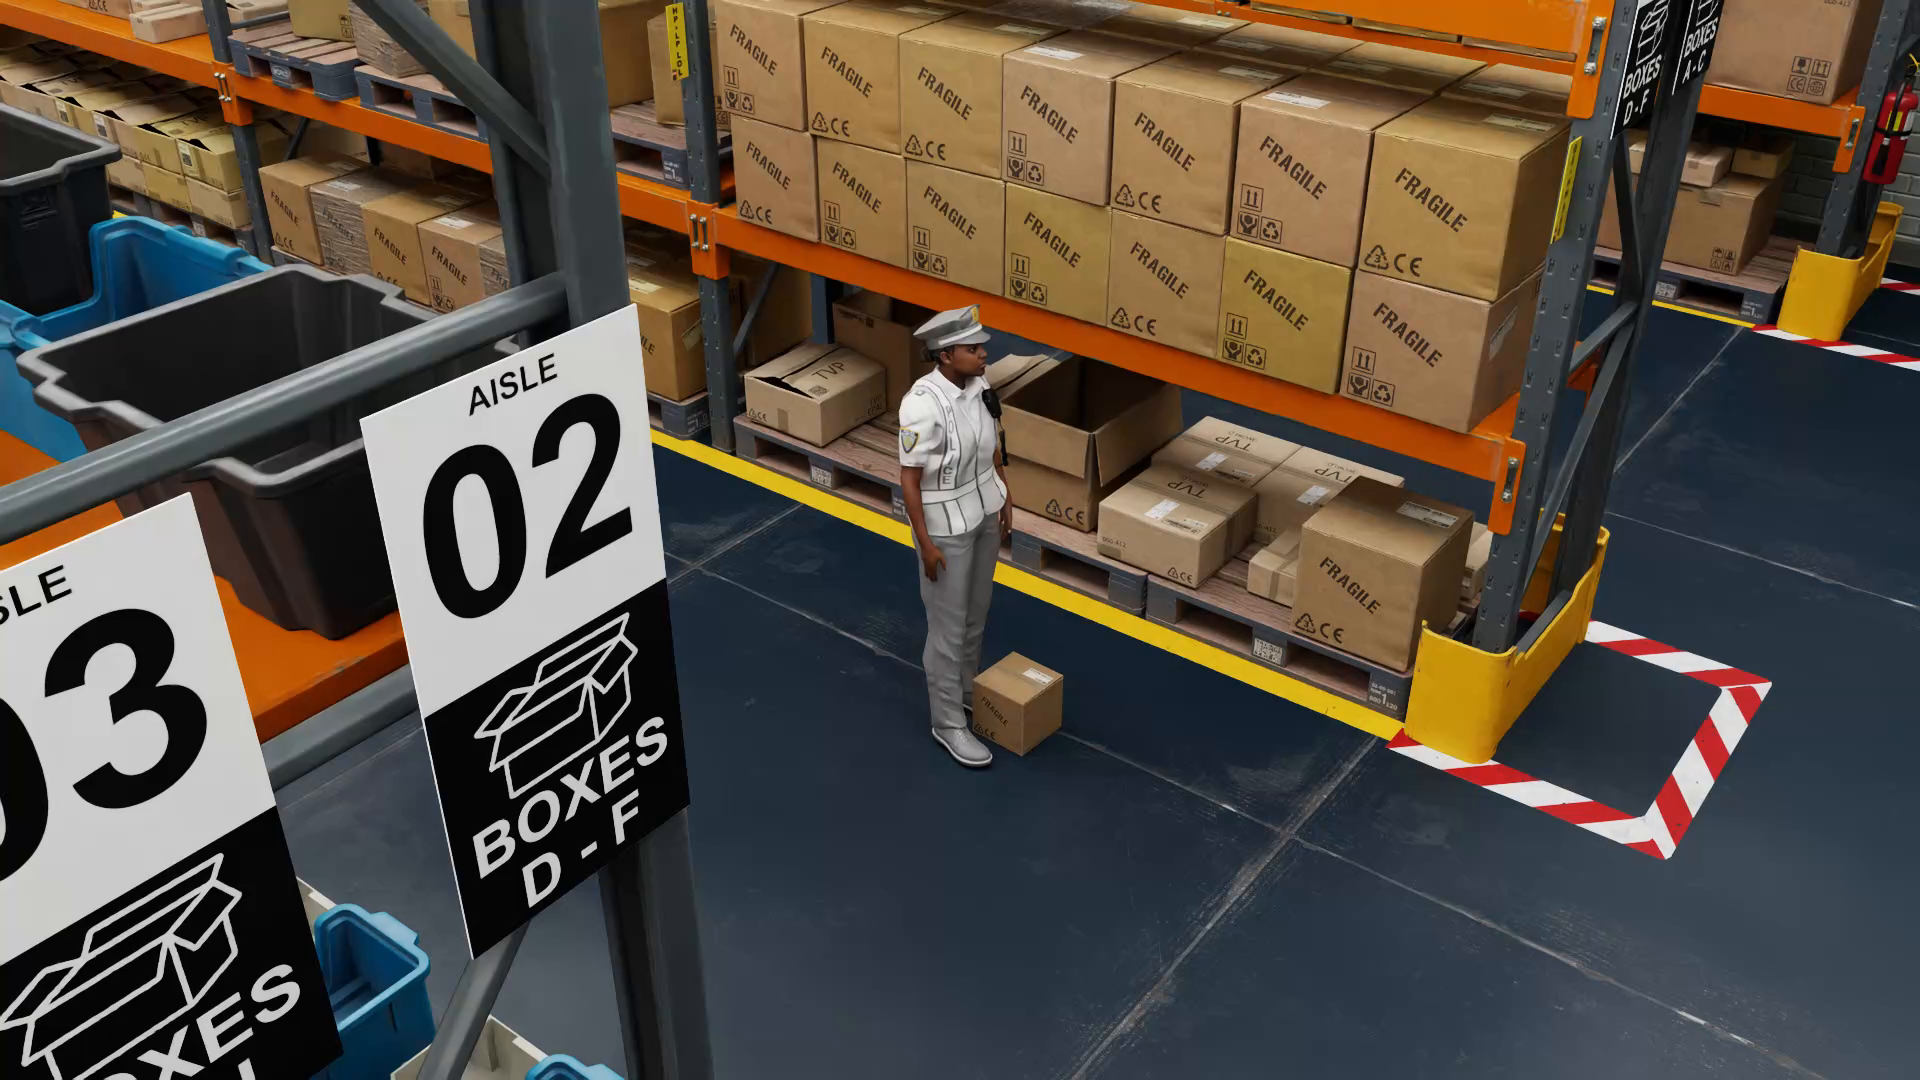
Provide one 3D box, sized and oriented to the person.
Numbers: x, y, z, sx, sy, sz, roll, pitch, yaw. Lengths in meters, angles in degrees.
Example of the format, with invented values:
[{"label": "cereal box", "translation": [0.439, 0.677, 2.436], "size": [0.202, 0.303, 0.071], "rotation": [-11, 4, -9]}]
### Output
[{"label": "person", "translation": [0.040, -0.043, 6.154], "size": [0.527, 1.698, 0.570], "rotation": [21, 37, 31]}]
